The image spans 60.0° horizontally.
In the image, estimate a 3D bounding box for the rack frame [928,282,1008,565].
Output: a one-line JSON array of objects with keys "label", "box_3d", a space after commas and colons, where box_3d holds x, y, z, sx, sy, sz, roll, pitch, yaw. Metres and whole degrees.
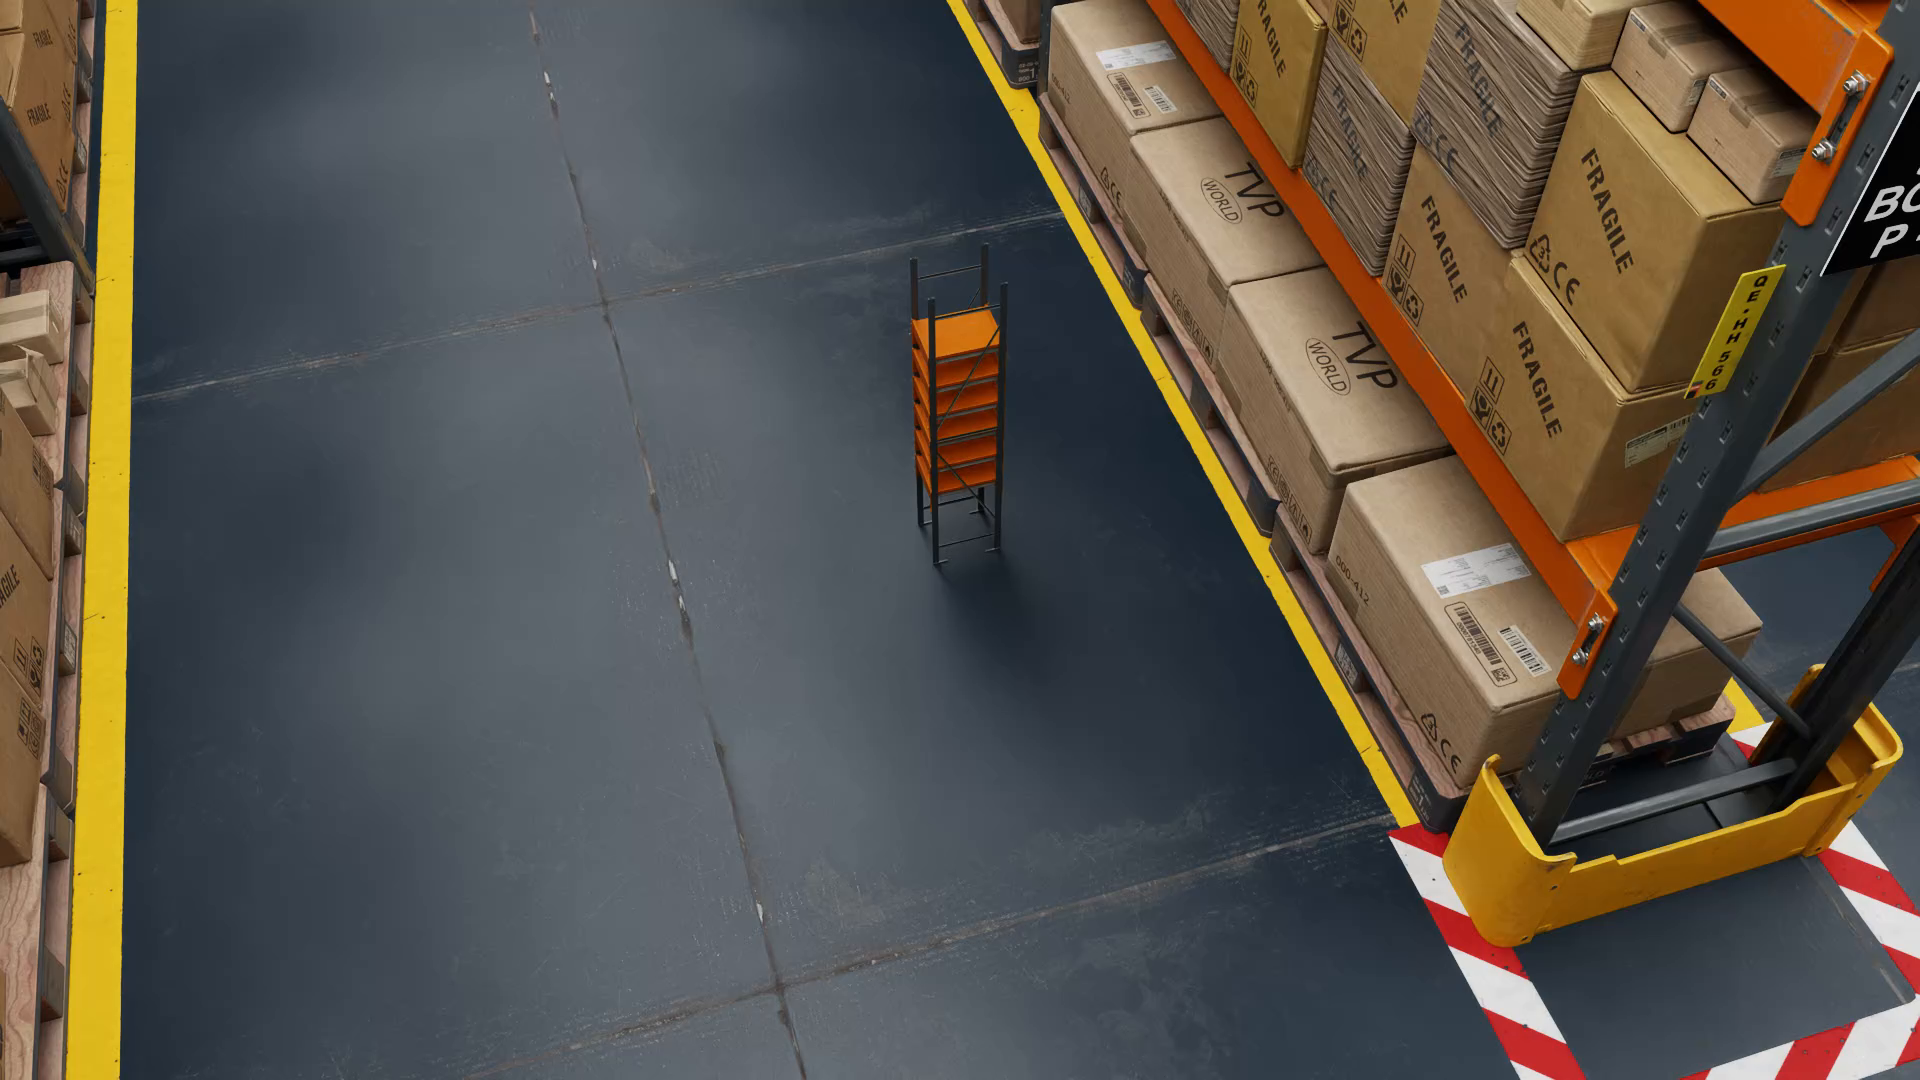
[{"label": "rack frame", "box_3d": [0.023, -0.330, 5.244, 0.240, 1.200, 0.006, -13, 51, -11]}]

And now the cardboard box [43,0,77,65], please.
[{"label": "cardboard box", "box_3d": [-4.144, -2.343, 7.123, 0.500, 0.500, 0.500, -15, 51, -12]}]

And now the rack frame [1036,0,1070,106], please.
[{"label": "rack frame", "box_3d": [0.835, -2.982, 6.302, 1.000, 3.000, 0.127, -13, 51, -11]}]

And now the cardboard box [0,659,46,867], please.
[{"label": "cardboard box", "box_3d": [-3.029, 0.634, 4.614, 0.700, 0.500, 0.500, -11, 51, -9]}]

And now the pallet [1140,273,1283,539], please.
[{"label": "pallet", "box_3d": [1.349, -0.617, 6.132, 1.003, 0.211, 1.213, -13, 51, -11]}]

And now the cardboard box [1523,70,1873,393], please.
[{"label": "cardboard box", "box_3d": [1.648, -0.713, 3.670, 0.500, 0.500, 0.500, -12, 51, -10]}]

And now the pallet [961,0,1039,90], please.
[{"label": "pallet", "box_3d": [0.535, -2.629, 7.828, 1.003, 0.211, 1.213, -13, 51, -11]}]

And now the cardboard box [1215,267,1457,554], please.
[{"label": "cardboard box", "box_3d": [1.448, -0.496, 5.607, 0.875, 0.438, 0.875, -12, 51, -10]}]

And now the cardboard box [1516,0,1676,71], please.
[{"label": "cardboard box", "box_3d": [1.466, -1.190, 3.648, 0.380, 0.149, 0.250, -14, 51, -11]}]

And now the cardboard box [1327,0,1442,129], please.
[{"label": "cardboard box", "box_3d": [1.322, -1.450, 4.291, 0.500, 0.500, 0.500, -14, 51, -11]}]

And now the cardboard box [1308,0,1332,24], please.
[{"label": "cardboard box", "box_3d": [1.175, -1.818, 4.601, 0.500, 0.500, 0.500, -14, 51, -11]}]

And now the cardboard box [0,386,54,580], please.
[{"label": "cardboard box", "box_3d": [-3.336, -0.124, 5.253, 0.700, 0.500, 0.500, -15, 52, -12]}]

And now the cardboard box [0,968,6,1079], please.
[{"label": "cardboard box", "box_3d": [-2.813, 1.266, 4.079, 0.797, 0.503, 0.637, -15, 52, -12]}]

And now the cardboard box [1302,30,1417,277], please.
[{"label": "cardboard box", "box_3d": [1.327, -1.128, 4.674, 0.500, 0.500, 0.500, -12, 51, -10]}]

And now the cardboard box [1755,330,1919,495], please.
[{"label": "cardboard box", "box_3d": [2.150, -0.508, 4.151, 0.500, 0.500, 0.500, -14, 51, -11]}]

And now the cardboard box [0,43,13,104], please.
[{"label": "cardboard box", "box_3d": [-3.758, -1.717, 6.172, 0.380, 0.149, 0.250, -11, 51, -9]}]

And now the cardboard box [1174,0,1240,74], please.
[{"label": "cardboard box", "box_3d": [1.009, -1.879, 5.306, 0.500, 0.500, 0.500, -13, 51, -11]}]

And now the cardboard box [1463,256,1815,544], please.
[{"label": "cardboard box", "box_3d": [1.622, -0.385, 4.047, 0.500, 0.500, 0.500, -13, 51, -11]}]

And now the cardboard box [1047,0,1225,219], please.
[{"label": "cardboard box", "box_3d": [0.918, -1.808, 6.714, 0.875, 0.438, 0.875, -14, 51, -12]}]

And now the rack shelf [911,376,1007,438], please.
[{"label": "rack shelf", "box_3d": [-0.004, -0.446, 5.242, 0.258, 0.103, 0.180, -13, 51, -11]}]

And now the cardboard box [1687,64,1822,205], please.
[{"label": "cardboard box", "box_3d": [1.720, -0.840, 3.353, 0.380, 0.149, 0.250, -13, 51, -10]}]

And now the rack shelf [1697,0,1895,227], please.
[{"label": "rack shelf", "box_3d": [1.426, -2.256, 4.198, 1.077, 0.370, 4.000, -13, 51, -11]}]

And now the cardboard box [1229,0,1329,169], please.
[{"label": "cardboard box", "box_3d": [1.162, -1.502, 4.989, 0.500, 0.500, 0.500, -12, 51, -10]}]

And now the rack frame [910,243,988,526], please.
[{"label": "rack frame", "box_3d": [-0.031, -0.464, 5.357, 0.240, 1.200, 0.006, -13, 51, -11]}]

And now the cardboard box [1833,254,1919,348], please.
[{"label": "cardboard box", "box_3d": [2.148, -0.830, 3.768, 0.500, 0.500, 0.500, -14, 51, -12]}]

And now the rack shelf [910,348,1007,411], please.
[{"label": "rack shelf", "box_3d": [-0.004, -0.523, 5.151, 0.258, 0.103, 0.180, -13, 51, -11]}]

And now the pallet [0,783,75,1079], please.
[{"label": "pallet", "box_3d": [-2.982, 1.326, 4.494, 1.003, 0.211, 1.213, -13, 51, -11]}]

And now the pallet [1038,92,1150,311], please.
[{"label": "pallet", "box_3d": [0.985, -1.510, 6.885, 1.003, 0.211, 1.213, -13, 51, -11]}]

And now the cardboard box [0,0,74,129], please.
[{"label": "cardboard box", "box_3d": [-4.001, -1.977, 6.815, 0.500, 0.500, 0.500, -14, 51, -11]}]

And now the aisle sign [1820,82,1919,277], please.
[{"label": "aisle sign", "box_3d": [1.743, -0.775, 2.741, 0.394, 0.787, 0.004, -13, 51, -11]}]

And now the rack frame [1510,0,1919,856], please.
[{"label": "rack frame", "box_3d": [2.018, -0.060, 3.839, 1.000, 3.000, 0.127, -13, 51, -11]}]

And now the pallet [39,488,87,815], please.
[{"label": "pallet", "box_3d": [-3.339, 0.437, 5.244, 1.003, 0.211, 1.213, -13, 51, -11]}]

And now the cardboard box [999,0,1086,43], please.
[{"label": "cardboard box", "box_3d": [0.575, -2.867, 7.320, 0.875, 0.875, 0.875, -12, 51, -10]}]

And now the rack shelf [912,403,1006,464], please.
[{"label": "rack shelf", "box_3d": [-0.004, -0.369, 5.334, 0.258, 0.103, 0.180, -13, 51, -11]}]

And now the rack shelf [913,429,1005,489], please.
[{"label": "rack shelf", "box_3d": [-0.004, -0.291, 5.426, 0.258, 0.103, 0.180, -13, 51, -11]}]

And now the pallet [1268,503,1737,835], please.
[{"label": "pallet", "box_3d": [1.707, 0.272, 5.382, 1.003, 0.211, 1.213, -13, 51, -11]}]

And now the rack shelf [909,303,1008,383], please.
[{"label": "rack shelf", "box_3d": [-0.004, -0.601, 5.059, 0.258, 0.103, 0.180, -13, 51, -11]}]

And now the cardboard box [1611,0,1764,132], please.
[{"label": "cardboard box", "box_3d": [1.622, -1.020, 3.505, 0.380, 0.149, 0.250, -12, 51, -10]}]

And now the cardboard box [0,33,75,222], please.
[{"label": "cardboard box", "box_3d": [-3.834, -1.590, 6.489, 0.500, 0.500, 0.500, -11, 51, -9]}]

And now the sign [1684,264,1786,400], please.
[{"label": "sign", "box_3d": [1.495, -0.397, 3.211, 0.100, 0.325, 0.005, -13, 51, -11]}]

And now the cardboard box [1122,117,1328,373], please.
[{"label": "cardboard box", "box_3d": [1.183, -1.154, 6.162, 0.875, 0.438, 0.875, -15, 51, -12]}]

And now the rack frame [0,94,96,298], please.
[{"label": "rack frame", "box_3d": [-3.906, -1.856, 5.353, 1.000, 3.000, 0.127, -13, 51, -11]}]

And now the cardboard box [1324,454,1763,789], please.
[{"label": "cardboard box", "box_3d": [1.727, 0.171, 5.045, 0.875, 0.438, 0.875, -15, 51, -12]}]

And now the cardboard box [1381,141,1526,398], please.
[{"label": "cardboard box", "box_3d": [1.488, -0.755, 4.359, 0.500, 0.500, 0.500, -14, 51, -12]}]

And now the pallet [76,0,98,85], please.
[{"label": "pallet", "box_3d": [-4.547, -2.436, 7.665, 1.003, 0.211, 1.213, -13, 51, -11]}]

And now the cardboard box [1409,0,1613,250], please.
[{"label": "cardboard box", "box_3d": [1.465, -1.088, 3.986, 0.500, 0.500, 0.500, -13, 51, -11]}]

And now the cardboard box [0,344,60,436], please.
[{"label": "cardboard box", "box_3d": [-3.355, -0.509, 5.731, 0.396, 0.266, 0.258, -12, 51, -10]}]

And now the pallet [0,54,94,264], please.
[{"label": "pallet", "box_3d": [-4.182, -1.543, 6.913, 1.003, 0.211, 1.213, -13, 51, -11]}]

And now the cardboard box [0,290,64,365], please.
[{"label": "cardboard box", "box_3d": [-3.460, -0.732, 5.996, 0.380, 0.149, 0.250, -15, 51, -12]}]

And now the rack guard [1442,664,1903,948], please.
[{"label": "rack guard", "box_3d": [2.025, 0.763, 4.780, 1.175, 0.500, 0.348, -13, 51, -11]}]

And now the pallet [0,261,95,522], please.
[{"label": "pallet", "box_3d": [-3.704, -0.456, 5.996, 1.003, 0.211, 1.213, -13, 51, -11]}]

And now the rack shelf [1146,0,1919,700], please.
[{"label": "rack shelf", "box_3d": [1.426, -1.289, 5.345, 1.077, 0.370, 4.000, -13, 51, -11]}]

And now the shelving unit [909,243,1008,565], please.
[{"label": "shelving unit", "box_3d": [-0.004, -0.397, 5.300, 0.258, 1.200, 0.189, -13, 51, -11]}]

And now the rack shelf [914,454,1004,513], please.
[{"label": "rack shelf", "box_3d": [-0.004, -0.214, 5.518, 0.258, 0.103, 0.180, -13, 51, -11]}]

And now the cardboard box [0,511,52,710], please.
[{"label": "cardboard box", "box_3d": [-3.090, 0.225, 4.958, 0.500, 0.500, 0.500, -12, 51, -10]}]
